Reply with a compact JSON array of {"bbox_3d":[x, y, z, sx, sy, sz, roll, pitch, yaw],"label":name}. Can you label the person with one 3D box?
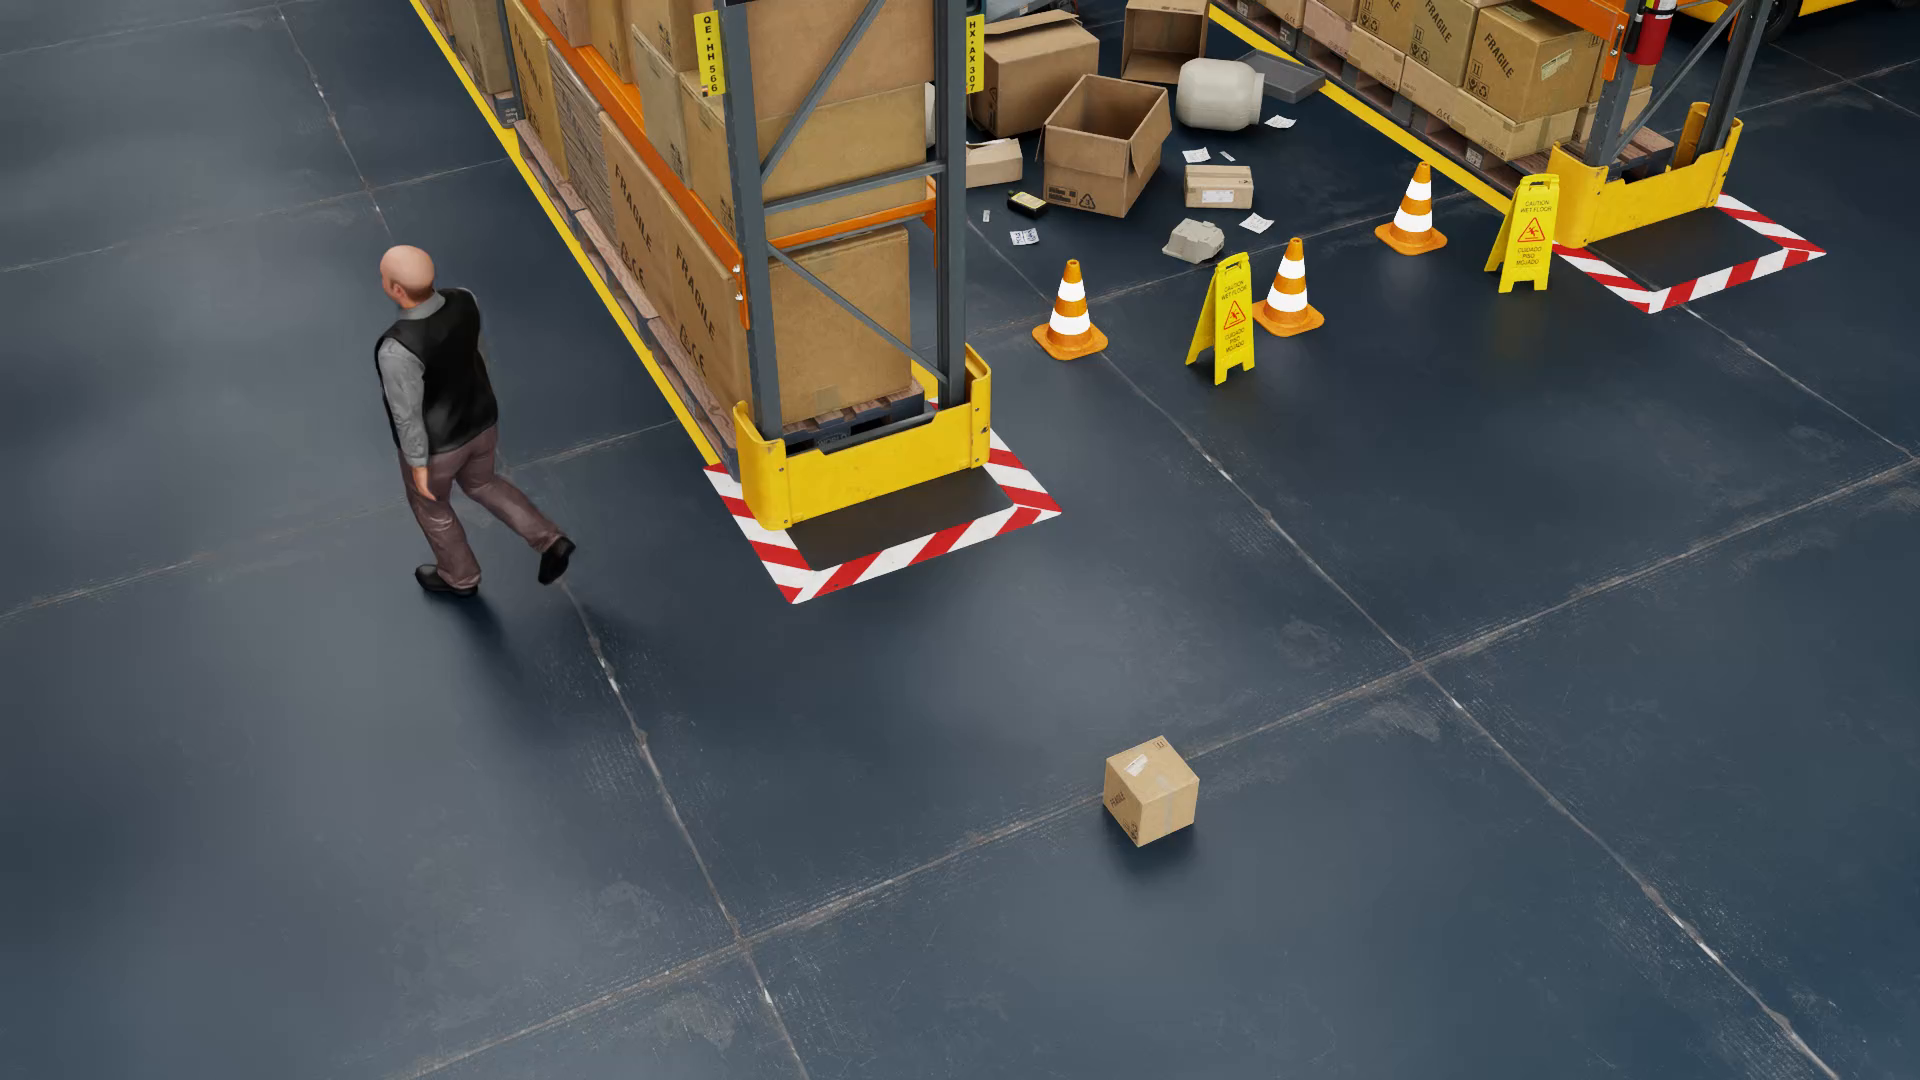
[{"bbox_3d":[-2.008,-0.422,6.640,0.713,1.702,0.544,21,45,22],"label":"person"}]
